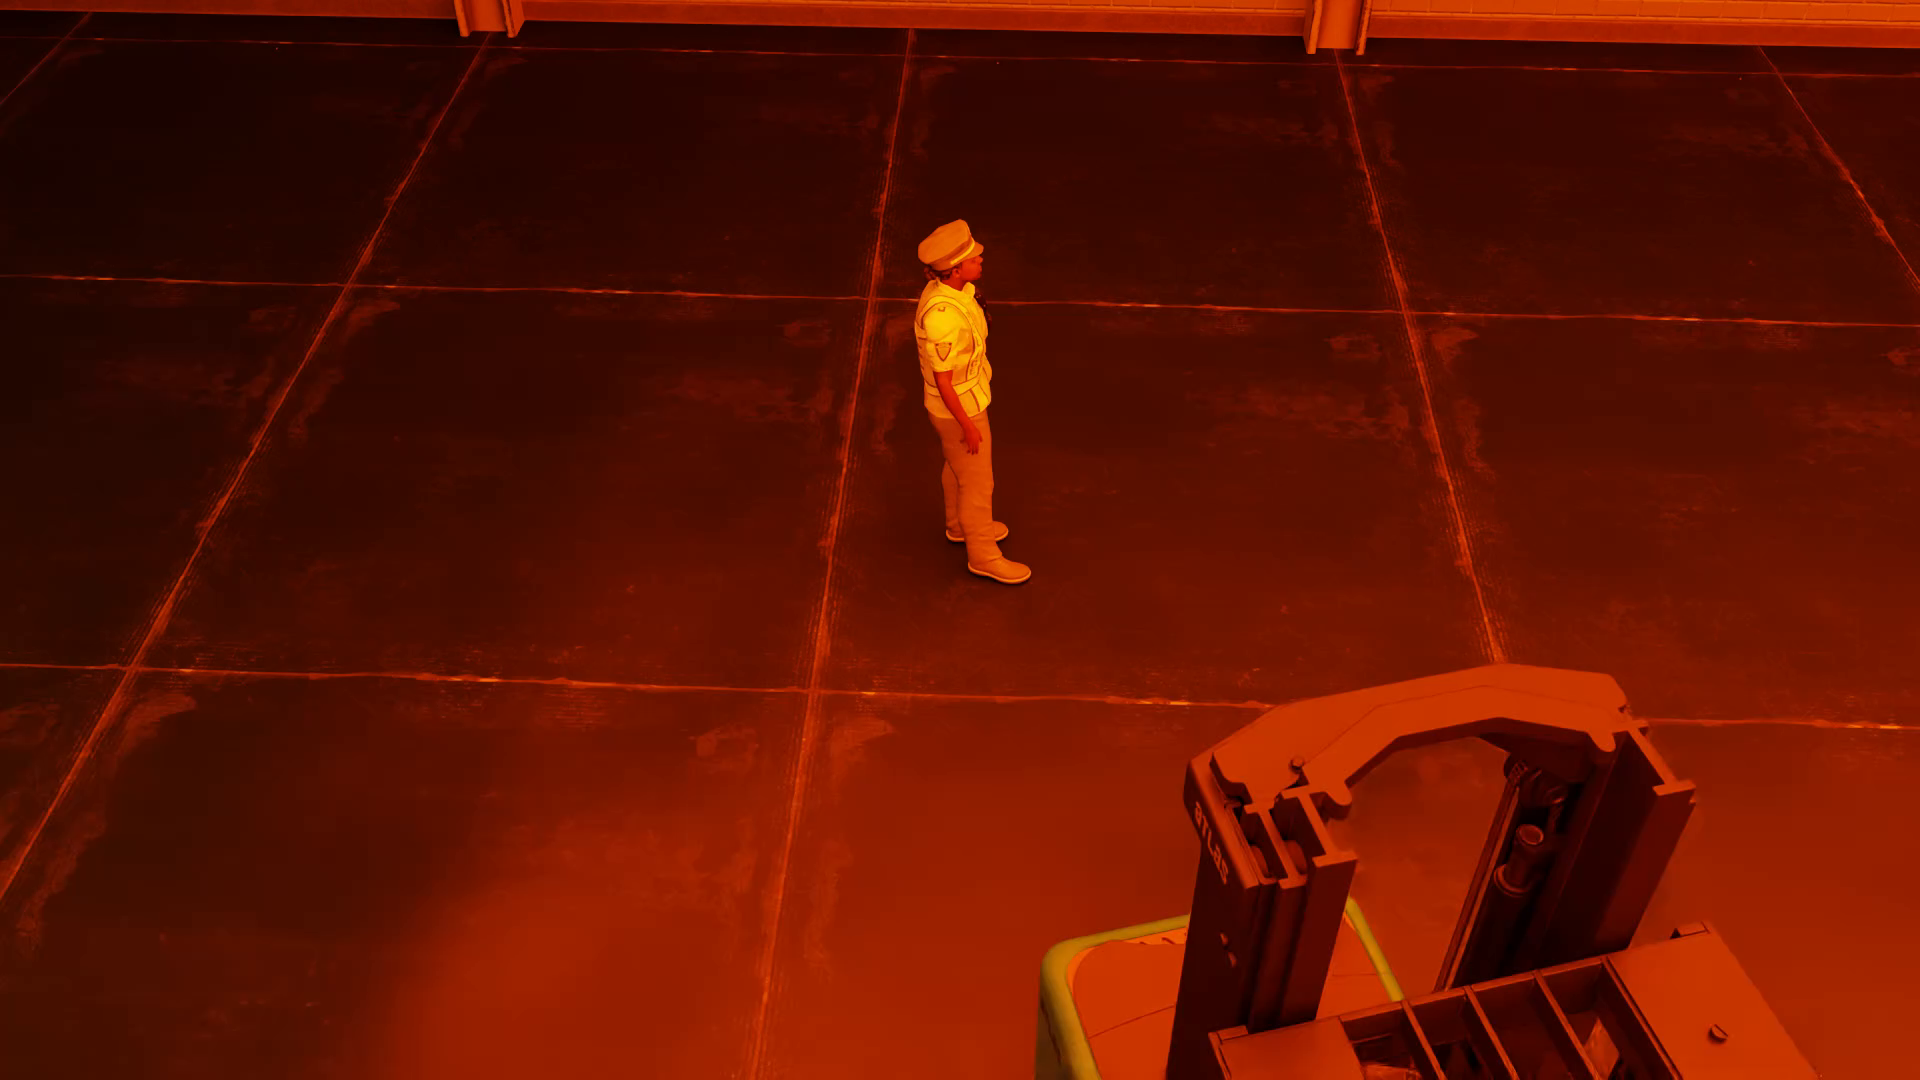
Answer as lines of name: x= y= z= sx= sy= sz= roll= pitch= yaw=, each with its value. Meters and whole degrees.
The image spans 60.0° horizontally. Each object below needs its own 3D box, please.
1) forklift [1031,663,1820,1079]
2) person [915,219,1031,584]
forklift: x=1.073 y=1.817 z=3.752 sx=1.130 sy=2.935 sz=3.031 roll=-9 pitch=43 yaw=-10
person: x=0.074 y=-0.615 z=7.323 sx=0.530 sy=1.694 sz=0.569 roll=2 pitch=42 yaw=2
